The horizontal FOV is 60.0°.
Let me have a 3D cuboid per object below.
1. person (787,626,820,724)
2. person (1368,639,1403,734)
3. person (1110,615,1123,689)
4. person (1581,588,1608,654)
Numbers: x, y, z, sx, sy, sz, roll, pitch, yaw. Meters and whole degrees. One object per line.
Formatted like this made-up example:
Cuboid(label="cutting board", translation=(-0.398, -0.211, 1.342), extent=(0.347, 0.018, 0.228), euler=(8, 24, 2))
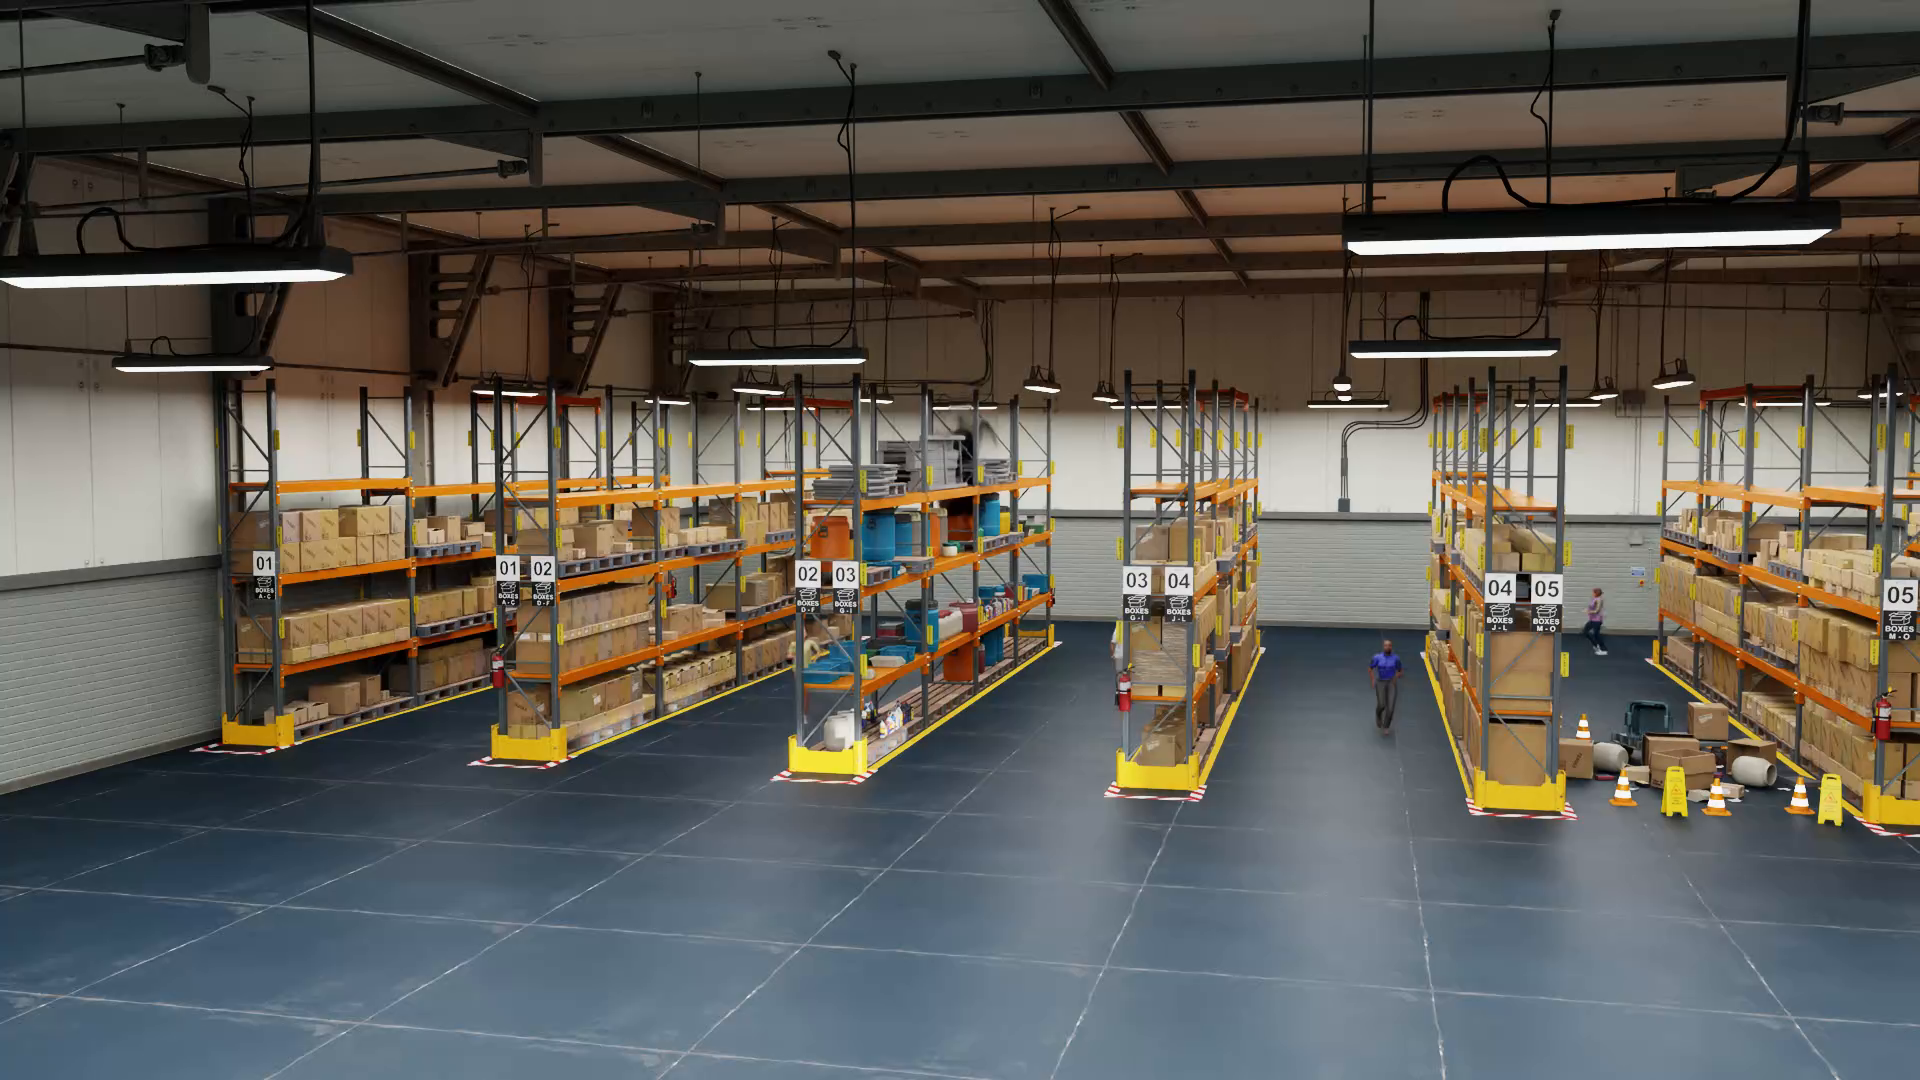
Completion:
Cuboid(label="person", translation=(-2.800, 2.380, 29.610), extent=(0.562, 1.714, 0.728), euler=(0, 3, 7))
Cuboid(label="person", translation=(7.257, 2.500, 28.298), extent=(0.569, 1.614, 0.551), euler=(0, 3, 7))
Cuboid(label="person", translation=(3.176, 2.264, 32.057), extent=(0.583, 1.662, 0.558), euler=(1, 3, 11))
Cuboid(label="person", translation=(14.762, 1.876, 38.689), extent=(0.627, 1.558, 0.508), euler=(0, 3, 3))
